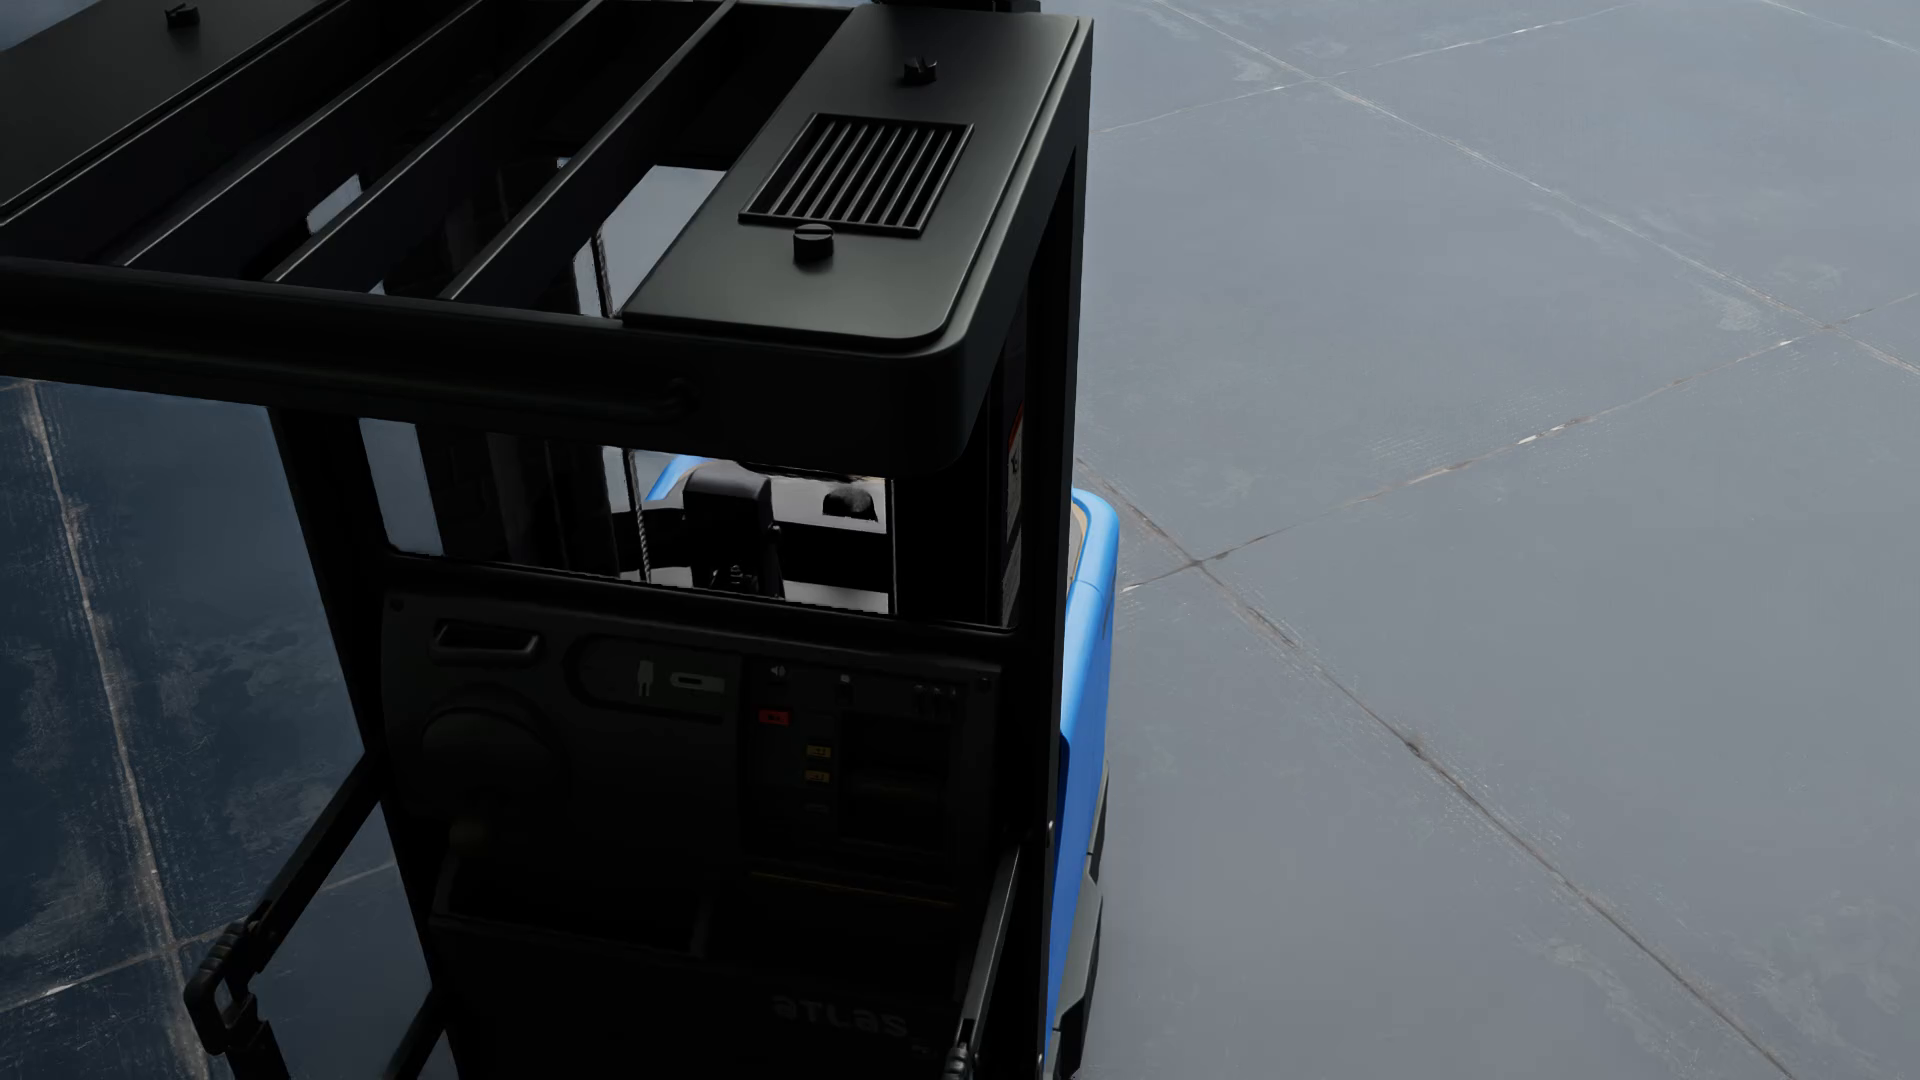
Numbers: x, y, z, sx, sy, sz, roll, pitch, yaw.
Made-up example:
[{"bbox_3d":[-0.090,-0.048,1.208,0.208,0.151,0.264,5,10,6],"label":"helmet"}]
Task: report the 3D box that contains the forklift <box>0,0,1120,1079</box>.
[{"bbox_3d":[-0.445,0.371,2.258,1.130,2.935,3.031,7,37,9],"label":"forklift"}]
